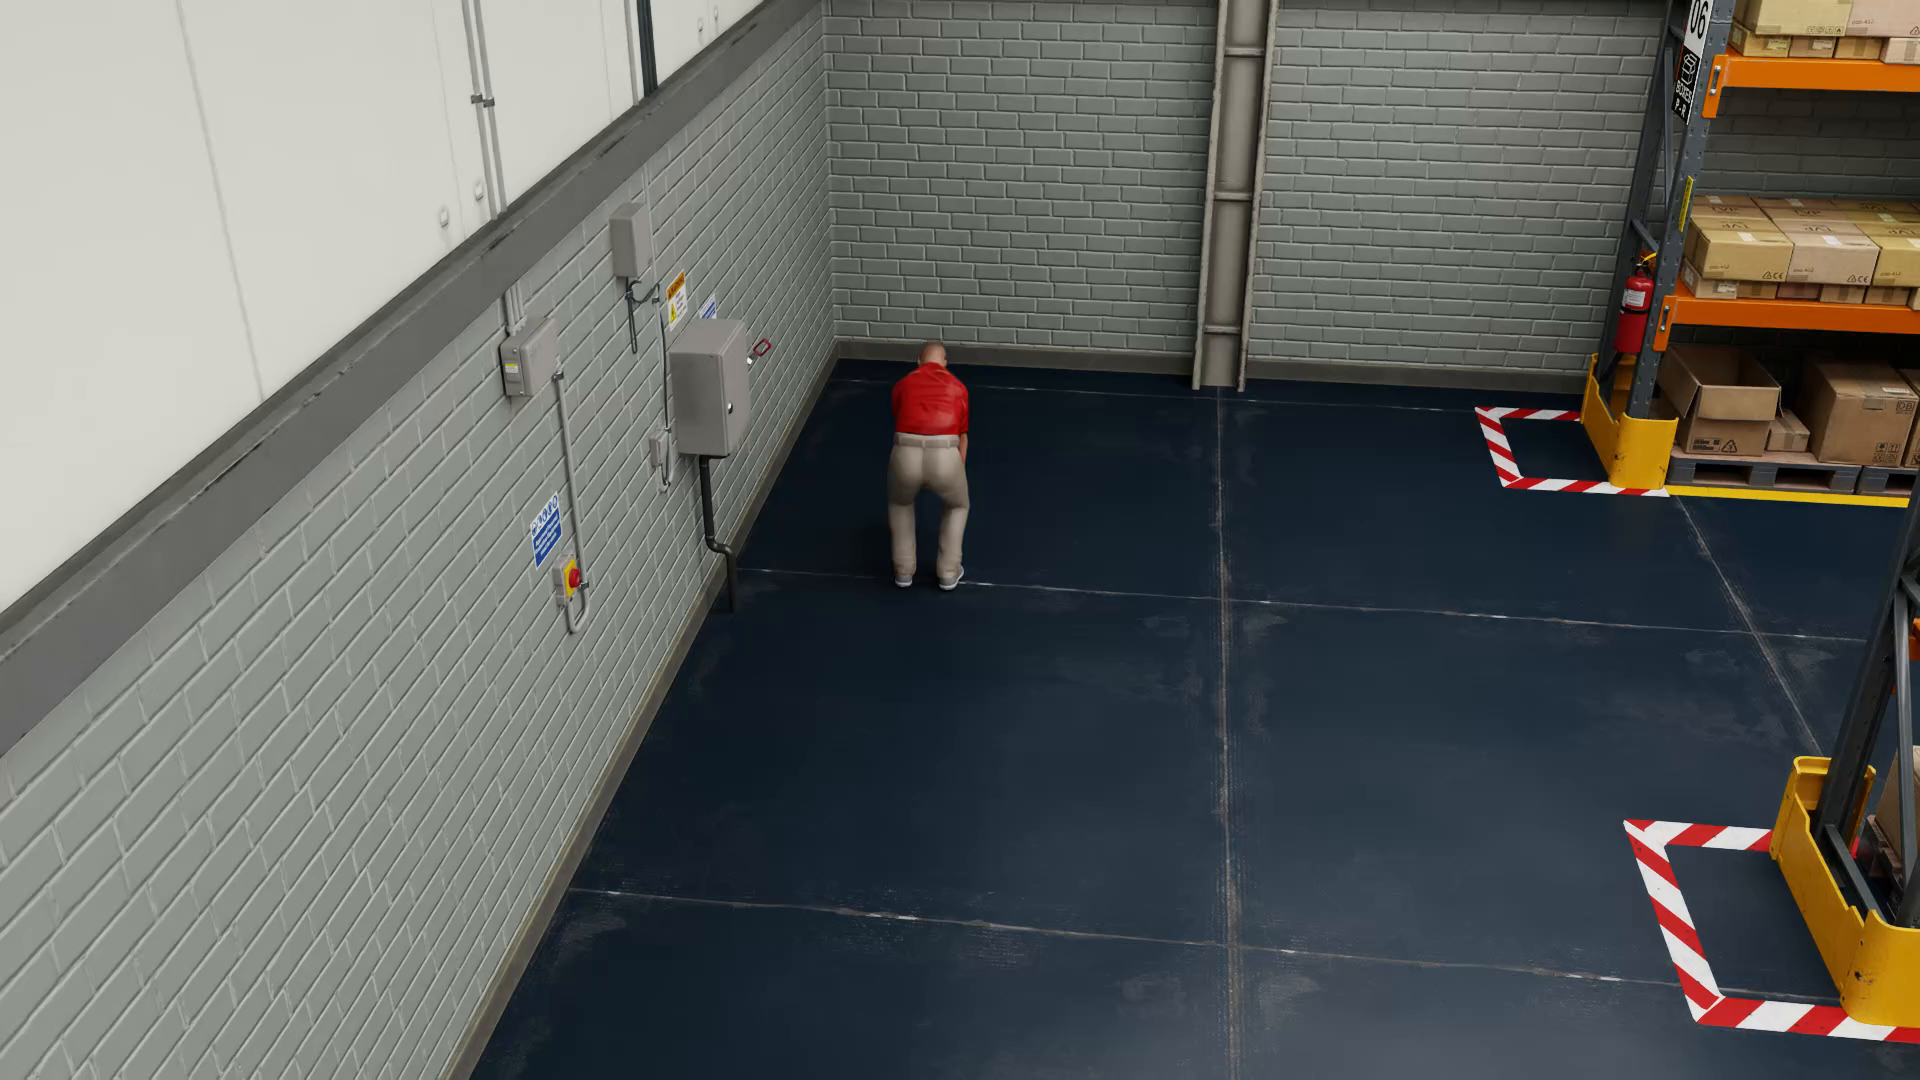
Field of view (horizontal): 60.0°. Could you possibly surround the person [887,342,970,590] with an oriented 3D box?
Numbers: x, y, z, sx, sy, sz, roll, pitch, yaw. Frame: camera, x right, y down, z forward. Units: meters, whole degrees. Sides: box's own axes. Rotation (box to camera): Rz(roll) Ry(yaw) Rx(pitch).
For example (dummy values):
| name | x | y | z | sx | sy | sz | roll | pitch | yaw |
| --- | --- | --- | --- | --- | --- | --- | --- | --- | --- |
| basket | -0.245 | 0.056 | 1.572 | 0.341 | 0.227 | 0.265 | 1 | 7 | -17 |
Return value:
| name | x | y | z | sx | sy | sz | roll | pitch | yaw |
| --- | --- | --- | --- | --- | --- | --- | --- | --- | --- |
| person | -0.175 | -0.432 | 9.904 | 0.492 | 1.301 | 0.898 | 2 | 28 | 5 |
